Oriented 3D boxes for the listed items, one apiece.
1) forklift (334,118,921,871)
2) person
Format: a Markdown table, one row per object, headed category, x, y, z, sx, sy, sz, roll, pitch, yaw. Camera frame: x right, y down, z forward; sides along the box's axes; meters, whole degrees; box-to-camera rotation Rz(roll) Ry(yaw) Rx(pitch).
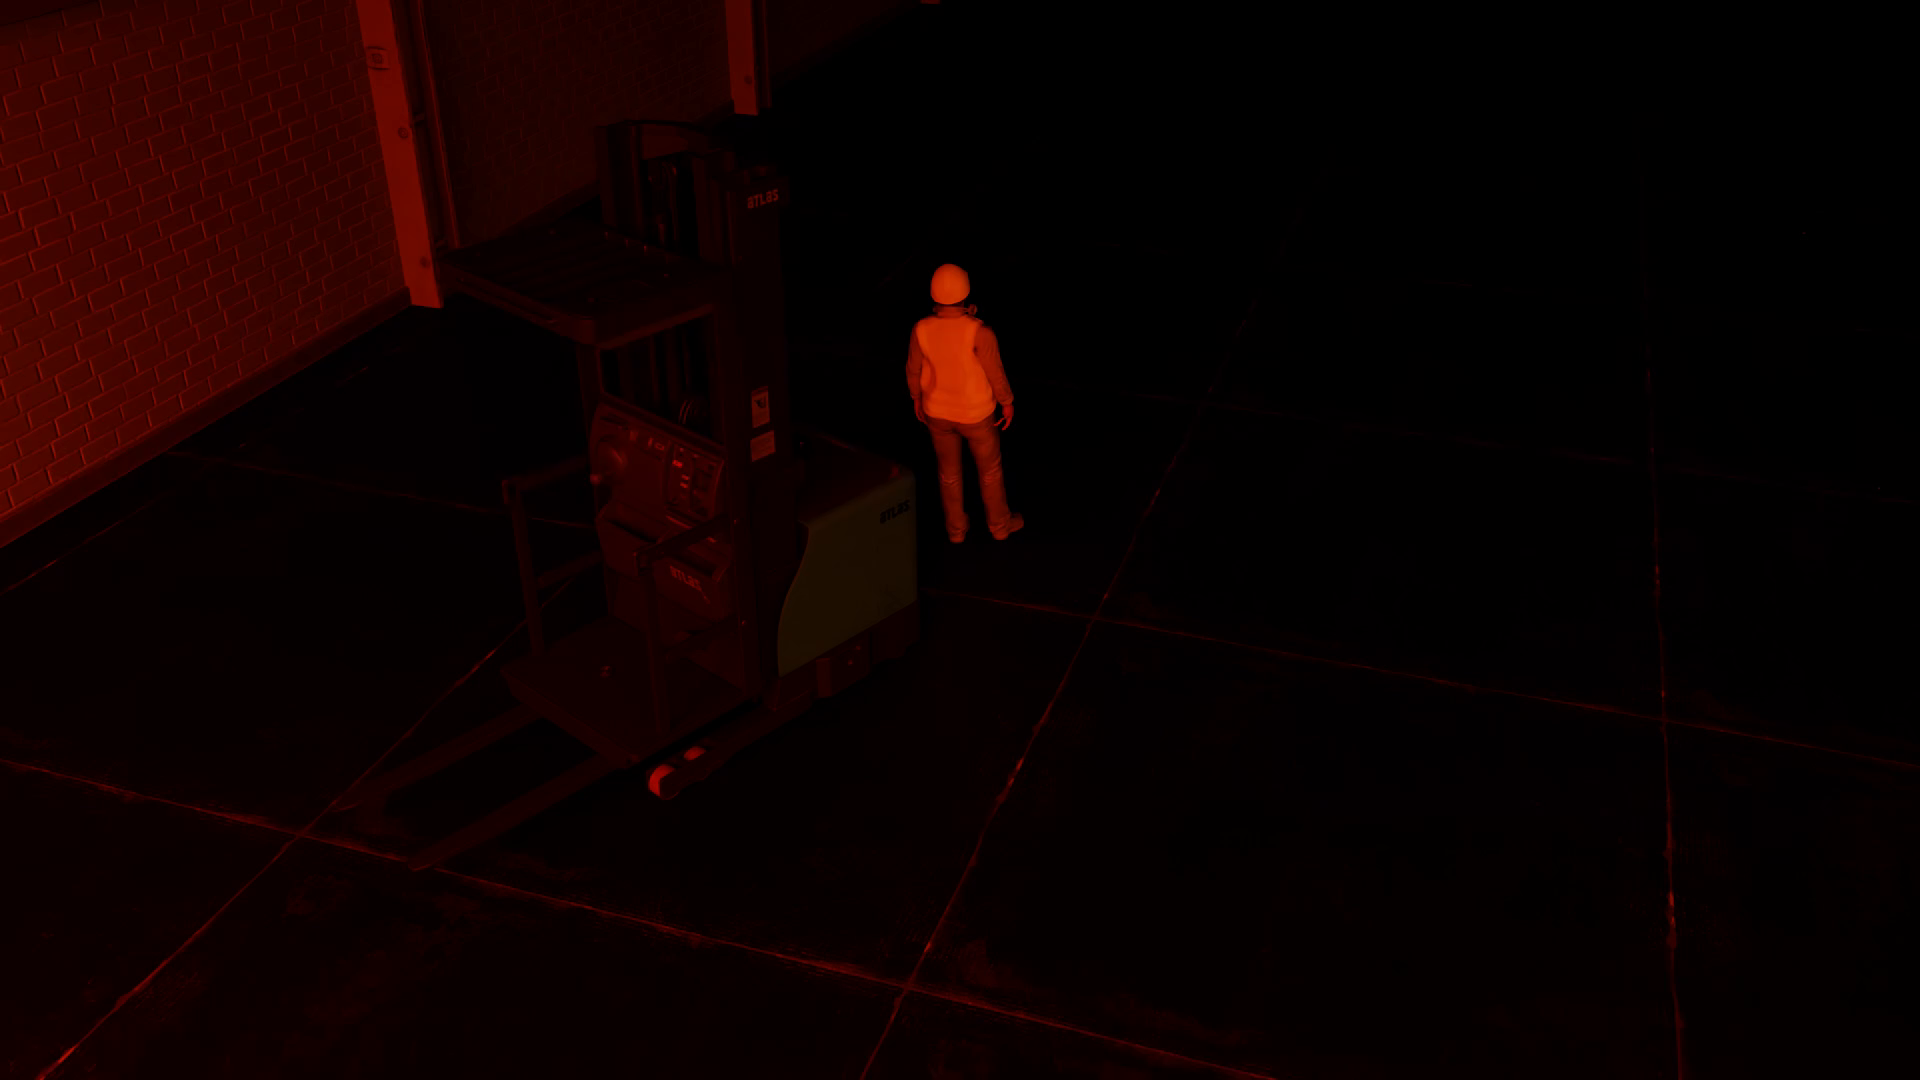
| category | x | y | z | sx | sy | sz | roll | pitch | yaw |
| --- | --- | --- | --- | --- | --- | --- | --- | --- | --- |
| forklift | -1.575 | -0.322 | 7.701 | 1.130 | 2.935 | 3.031 | 24 | 38 | 36 |
| person | 0.027 | -0.805 | 9.703 | 0.633 | 1.775 | 0.566 | 10 | 31 | 16 |
